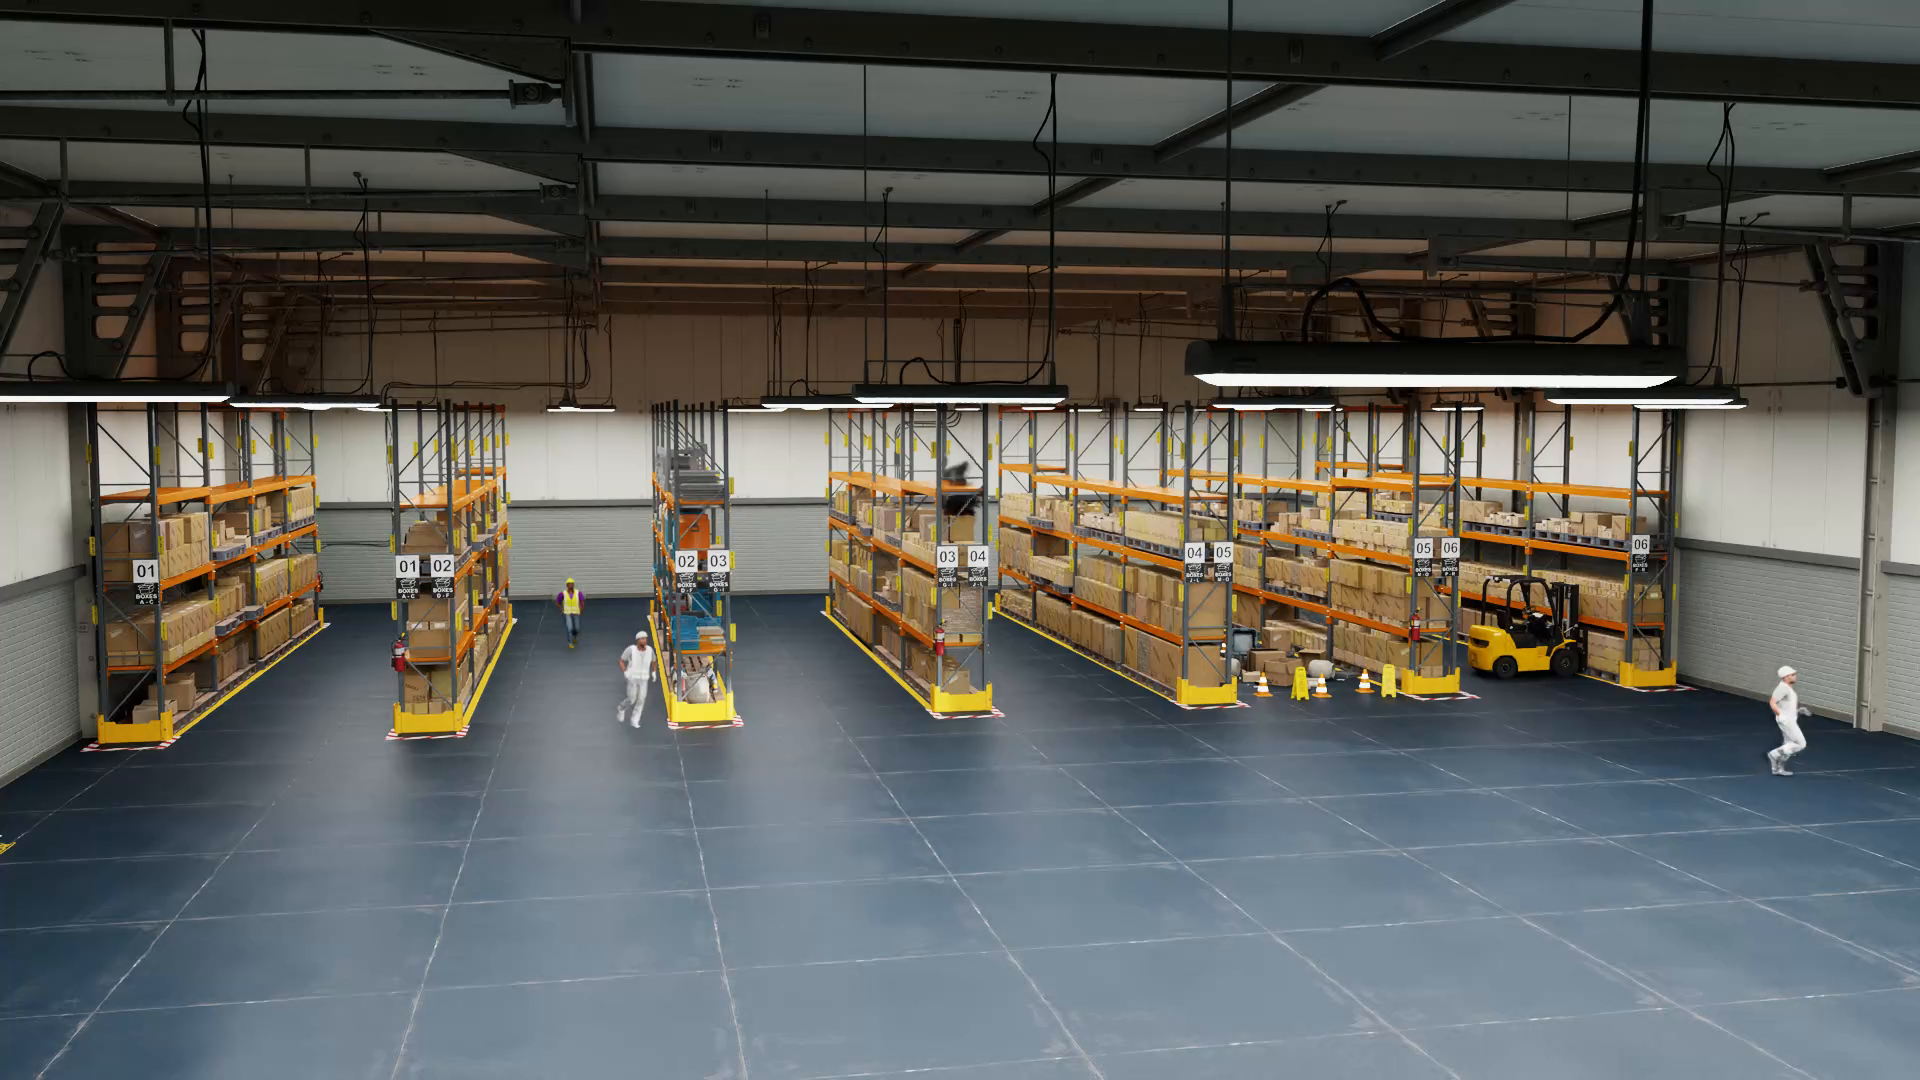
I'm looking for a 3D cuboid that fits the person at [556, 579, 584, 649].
[{"bbox_3d":[-9.517,1.800,40.667,0.697,1.717,0.608,-2,5,-21],"label":"person"}]

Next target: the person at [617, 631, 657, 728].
[{"bbox_3d":[-5.920,2.545,30.666,0.719,1.734,0.664,-3,5,-34],"label":"person"}]

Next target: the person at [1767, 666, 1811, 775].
[{"bbox_3d":[13.122,2.869,26.302,0.587,1.739,0.656,3,5,31],"label":"person"}]
